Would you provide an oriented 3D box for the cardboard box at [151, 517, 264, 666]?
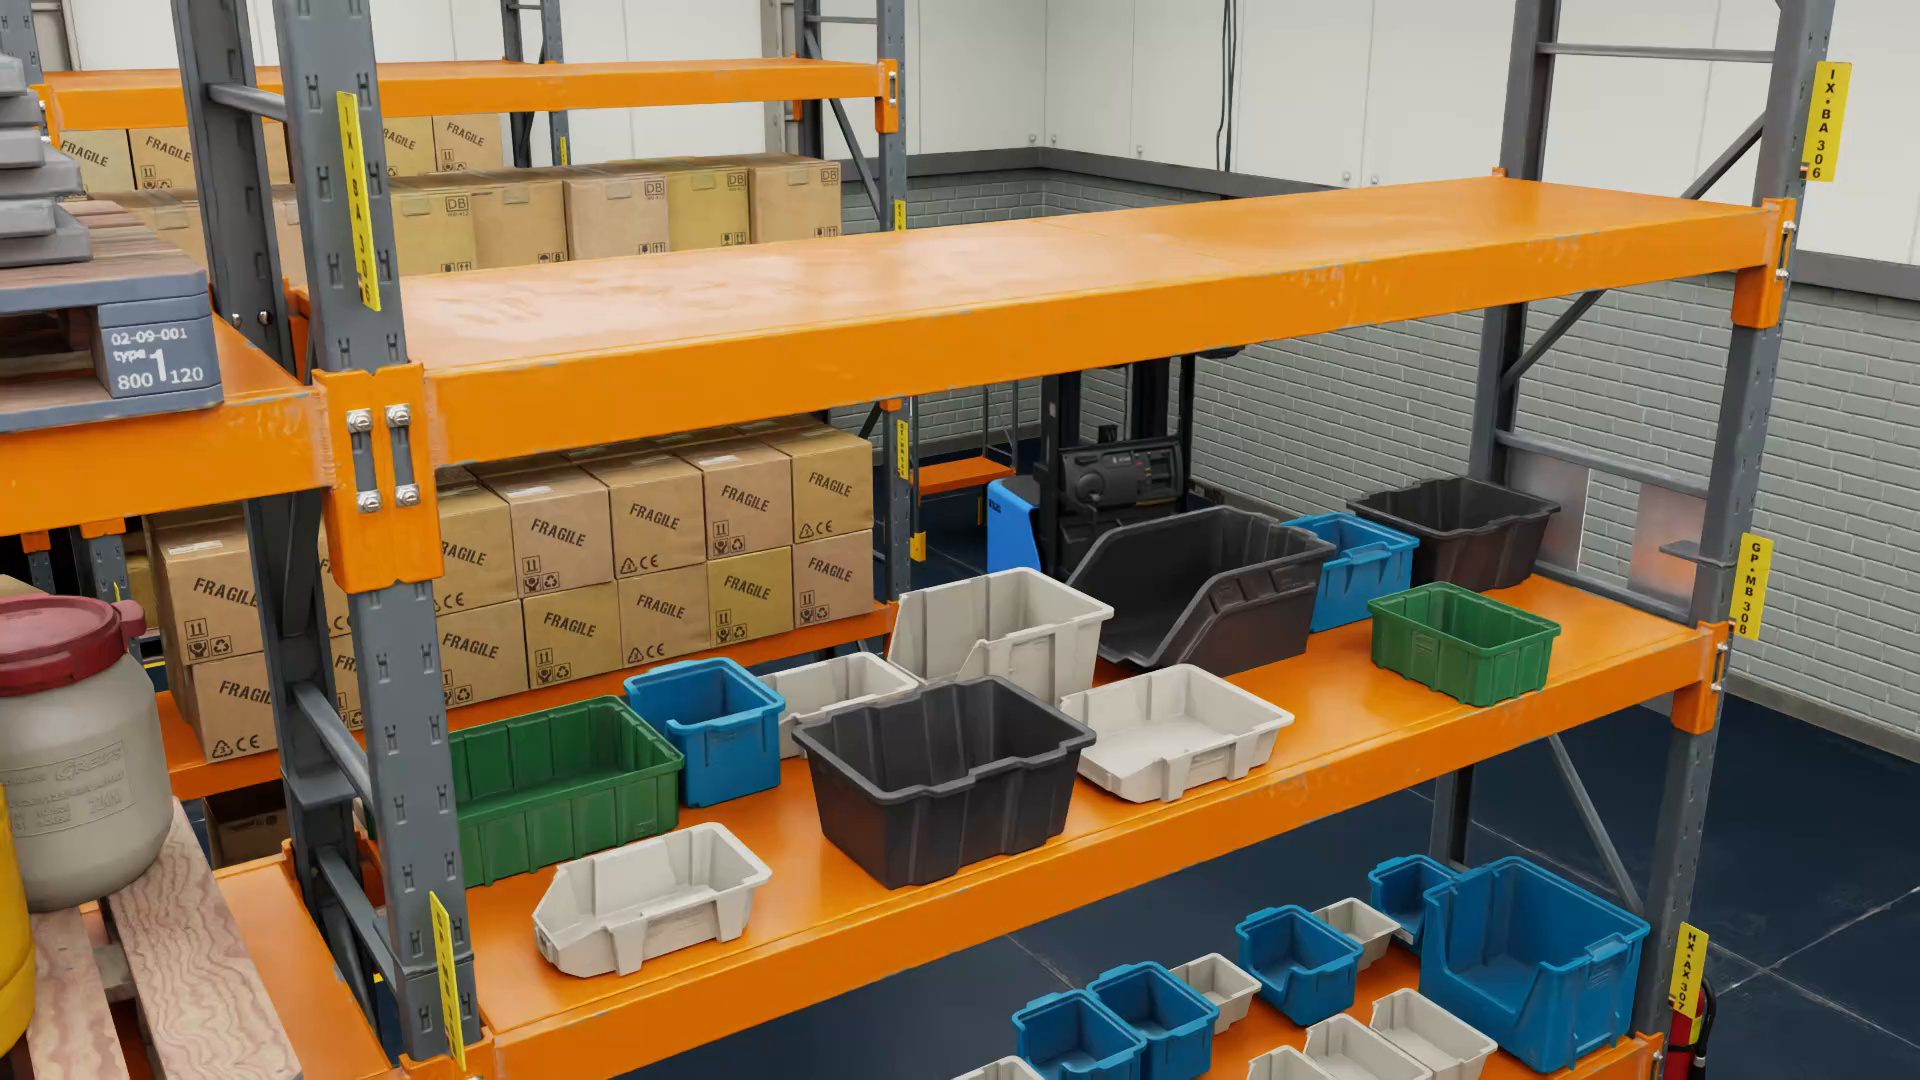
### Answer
[{"bbox_3d":[-3.399,0.221,7.690,0.500,0.500,0.500,-11,22,-30],"label":"cardboard box"}]

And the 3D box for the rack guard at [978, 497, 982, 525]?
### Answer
[{"bbox_3d":[0.352,-0.193,14.925,0.087,0.250,0.587,-12,22,-31],"label":"rack guard"}]

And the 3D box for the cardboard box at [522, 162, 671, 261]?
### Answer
[{"bbox_3d":[-1.850,-1.620,8.451,0.500,0.500,0.700,-12,22,-31],"label":"cardboard box"}]

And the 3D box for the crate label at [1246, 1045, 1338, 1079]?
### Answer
[{"bbox_3d":[1.064,1.762,5.166,0.243,0.136,0.396,-12,22,-31],"label":"crate label"}]

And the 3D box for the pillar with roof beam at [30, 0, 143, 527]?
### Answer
[{"bbox_3d":[-4.198,-2.620,8.442,0.400,9.000,9.100,-12,22,-31],"label":"pillar with roof beam"}]

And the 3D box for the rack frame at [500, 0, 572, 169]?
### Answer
[{"bbox_3d":[-3.334,-4.121,12.883,0.127,3.000,1.000,-12,22,-31],"label":"rack frame"}]

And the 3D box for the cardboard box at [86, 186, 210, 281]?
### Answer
[{"bbox_3d":[-3.562,-1.288,7.470,0.500,0.500,0.700,-12,22,-31],"label":"cardboard box"}]

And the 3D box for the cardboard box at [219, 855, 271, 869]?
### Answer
[{"bbox_3d":[-3.478,1.799,8.250,0.500,0.311,0.500,-12,22,-31],"label":"cardboard box"}]

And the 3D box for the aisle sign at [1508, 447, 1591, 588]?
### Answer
[{"bbox_3d":[2.011,0.047,5.862,0.004,0.787,0.394,-12,22,-31],"label":"aisle sign"}]

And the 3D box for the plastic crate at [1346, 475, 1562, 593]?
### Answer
[{"bbox_3d":[1.640,0.005,5.566,0.590,0.269,0.497,-12,22,-31],"label":"plastic crate"}]

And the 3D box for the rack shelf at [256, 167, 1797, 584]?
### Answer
[{"bbox_3d":[0.444,-0.588,4.182,4.000,0.370,1.077,-12,22,-31],"label":"rack shelf"}]

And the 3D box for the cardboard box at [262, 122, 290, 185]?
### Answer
[{"bbox_3d":[-5.090,-2.757,11.784,0.500,0.500,0.500,-12,22,-31],"label":"cardboard box"}]

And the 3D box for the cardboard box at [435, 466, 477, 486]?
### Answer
[{"bbox_3d":[-2.820,-0.109,8.666,0.500,0.500,0.500,-12,22,-31],"label":"cardboard box"}]

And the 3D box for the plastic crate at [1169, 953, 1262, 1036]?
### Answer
[{"bbox_3d":[0.847,1.577,5.715,0.298,0.136,0.250,-12,22,-31],"label":"plastic crate"}]

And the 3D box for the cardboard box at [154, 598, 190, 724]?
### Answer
[{"bbox_3d":[-3.671,0.546,8.290,0.500,0.500,0.500,-11,22,-31],"label":"cardboard box"}]

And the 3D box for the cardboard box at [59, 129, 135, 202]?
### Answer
[{"bbox_3d":[-5.925,-2.576,11.250,0.500,0.500,0.500,-12,22,-32],"label":"cardboard box"}]

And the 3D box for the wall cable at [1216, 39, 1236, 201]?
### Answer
[{"bbox_3d":[1.586,-3.551,16.045,0.112,2.526,3.097,-12,22,-31],"label":"wall cable"}]

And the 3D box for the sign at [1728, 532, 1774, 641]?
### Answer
[{"bbox_3d":[2.430,0.144,5.115,0.005,0.325,0.100,-12,22,-31],"label":"sign"}]

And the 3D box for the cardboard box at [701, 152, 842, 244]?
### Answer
[{"bbox_3d":[-1.027,-1.802,8.990,0.500,0.500,0.700,-12,22,-31],"label":"cardboard box"}]

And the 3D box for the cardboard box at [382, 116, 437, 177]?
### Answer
[{"bbox_3d":[-4.219,-2.943,12.335,0.500,0.500,0.500,-11,22,-30],"label":"cardboard box"}]

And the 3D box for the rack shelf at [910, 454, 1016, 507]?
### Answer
[{"bbox_3d":[-0.071,-0.525,14.518,1.000,0.185,0.538,-12,22,-31],"label":"rack shelf"}]

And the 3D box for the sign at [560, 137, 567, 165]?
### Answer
[{"bbox_3d":[-3.047,-2.934,12.798,0.005,0.325,0.100,-12,22,-31],"label":"sign"}]

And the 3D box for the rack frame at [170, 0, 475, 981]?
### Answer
[{"bbox_3d":[-1.226,-0.766,2.961,0.127,3.000,1.000,-12,22,-31],"label":"rack frame"}]

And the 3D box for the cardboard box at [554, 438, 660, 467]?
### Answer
[{"bbox_3d":[-1.975,-0.287,9.193,0.500,0.500,0.500,-12,22,-31],"label":"cardboard box"}]

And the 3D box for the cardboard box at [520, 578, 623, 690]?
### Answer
[{"bbox_3d":[-2.103,0.417,8.671,0.500,0.500,0.500,-12,22,-32],"label":"cardboard box"}]

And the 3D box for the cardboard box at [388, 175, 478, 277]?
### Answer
[{"bbox_3d":[-2.653,-1.428,7.884,0.500,0.500,0.700,-12,22,-31],"label":"cardboard box"}]

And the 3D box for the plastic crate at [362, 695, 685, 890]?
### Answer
[{"bbox_3d":[-1.039,0.599,3.935,0.662,0.188,0.450,-12,22,-31],"label":"plastic crate"}]

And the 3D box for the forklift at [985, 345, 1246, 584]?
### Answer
[{"bbox_3d":[1.236,-0.461,11.533,1.130,2.935,3.031,-8,20,-22],"label":"forklift"}]

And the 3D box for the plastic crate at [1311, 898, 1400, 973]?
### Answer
[{"bbox_3d":[1.414,1.457,6.069,0.298,0.136,0.250,-12,22,-31],"label":"plastic crate"}]

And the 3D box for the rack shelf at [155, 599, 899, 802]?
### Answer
[{"bbox_3d":[-2.277,0.739,9.000,4.000,0.370,1.077,-12,22,-31],"label":"rack shelf"}]

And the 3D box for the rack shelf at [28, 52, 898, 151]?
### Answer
[{"bbox_3d":[-2.277,-2.102,8.040,4.000,0.370,1.077,-12,22,-31],"label":"rack shelf"}]

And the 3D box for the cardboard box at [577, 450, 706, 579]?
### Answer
[{"bbox_3d":[-1.679,-0.142,8.764,0.500,0.500,0.500,-11,22,-30],"label":"cardboard box"}]

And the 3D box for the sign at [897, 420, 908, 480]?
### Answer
[{"bbox_3d":[-0.318,-0.501,9.241,0.005,0.325,0.100,-12,22,-31],"label":"sign"}]

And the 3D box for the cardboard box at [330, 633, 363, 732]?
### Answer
[{"bbox_3d":[-2.946,0.595,8.146,0.500,0.500,0.500,-11,22,-30],"label":"cardboard box"}]

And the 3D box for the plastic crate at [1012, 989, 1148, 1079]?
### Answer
[{"bbox_3d":[0.377,1.662,5.313,0.300,0.233,0.416,-12,22,-31],"label":"plastic crate"}]

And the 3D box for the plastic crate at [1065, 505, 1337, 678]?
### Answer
[{"bbox_3d":[0.687,0.175,4.957,0.767,0.338,0.504,-12,22,-31],"label":"plastic crate"}]

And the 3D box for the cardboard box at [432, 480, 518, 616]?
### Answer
[{"bbox_3d":[-2.539,0.040,8.226,0.500,0.500,0.500,-13,22,-33],"label":"cardboard box"}]

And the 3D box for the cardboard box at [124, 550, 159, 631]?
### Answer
[{"bbox_3d":[-5.994,0.307,12.402,0.500,0.500,0.700,-12,22,-31],"label":"cardboard box"}]

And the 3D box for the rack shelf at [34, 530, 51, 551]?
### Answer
[{"bbox_3d":[-5.005,-0.586,12.917,4.000,0.370,1.077,-12,22,-31],"label":"rack shelf"}]

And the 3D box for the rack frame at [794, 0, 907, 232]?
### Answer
[{"bbox_3d":[-0.607,-2.797,8.966,0.127,3.000,1.000,-12,22,-31],"label":"rack frame"}]

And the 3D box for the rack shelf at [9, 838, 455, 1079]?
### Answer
[{"bbox_3d":[-2.897,1.348,2.515,4.000,0.370,1.077,-12,22,-31],"label":"rack shelf"}]

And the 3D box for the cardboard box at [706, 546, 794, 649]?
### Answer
[{"bbox_3d":[-1.262,0.242,9.189,0.500,0.500,0.500,-12,22,-31],"label":"cardboard box"}]

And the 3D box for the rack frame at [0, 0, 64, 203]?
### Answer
[{"bbox_3d":[-3.947,-2.092,6.882,0.127,3.000,1.000,-12,22,-31],"label":"rack frame"}]

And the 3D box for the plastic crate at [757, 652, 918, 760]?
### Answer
[{"bbox_3d":[-0.373,0.454,4.447,0.466,0.136,0.293,-12,22,-31],"label":"plastic crate"}]

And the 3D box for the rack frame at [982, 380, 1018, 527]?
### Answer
[{"bbox_3d":[0.353,-0.785,14.725,0.032,1.500,0.500,-12,22,-31],"label":"rack frame"}]

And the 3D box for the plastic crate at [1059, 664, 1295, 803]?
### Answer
[{"bbox_3d":[0.525,0.505,4.295,0.530,0.136,0.437,-12,22,-31],"label":"plastic crate"}]

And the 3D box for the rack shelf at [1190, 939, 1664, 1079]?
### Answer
[{"bbox_3d":[0.444,2.064,5.079,4.000,0.370,1.077,-12,22,-31],"label":"rack shelf"}]

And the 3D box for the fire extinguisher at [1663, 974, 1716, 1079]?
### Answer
[{"bbox_3d":[2.490,1.679,5.797,0.183,0.674,0.296,-12,22,-31],"label":"fire extinguisher"}]

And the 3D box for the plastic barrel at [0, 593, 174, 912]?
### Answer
[{"bbox_3d":[-1.804,0.417,3.276,0.433,0.535,0.433,0,19,0],"label":"plastic barrel"}]

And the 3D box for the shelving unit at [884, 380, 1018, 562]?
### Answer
[{"bbox_3d":[-0.064,-0.697,14.465,1.083,1.500,0.587,-12,22,-31],"label":"shelving unit"}]

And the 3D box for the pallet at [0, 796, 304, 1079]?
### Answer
[{"bbox_3d":[-1.827,0.908,2.986,1.003,0.211,1.213,-12,22,-31],"label":"pallet"}]

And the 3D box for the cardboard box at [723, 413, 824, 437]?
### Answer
[{"bbox_3d":[-1.122,-0.468,9.728,0.500,0.500,0.500,-11,22,-30],"label":"cardboard box"}]

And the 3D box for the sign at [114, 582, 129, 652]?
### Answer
[{"bbox_3d":[-3.639,0.349,7.220,0.005,0.325,0.100,-12,22,-31],"label":"sign"}]

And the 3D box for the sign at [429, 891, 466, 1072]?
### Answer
[{"bbox_3d":[-0.925,0.798,3.004,0.005,0.325,0.100,-12,22,-31],"label":"sign"}]

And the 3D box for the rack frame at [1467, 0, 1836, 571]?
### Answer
[{"bbox_3d":[2.114,-1.471,5.045,0.127,3.000,1.000,-12,22,-31],"label":"rack frame"}]

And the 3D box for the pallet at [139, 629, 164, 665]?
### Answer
[{"bbox_3d":[-5.997,0.634,12.541,1.213,0.211,1.003,-12,22,-31],"label":"pallet"}]

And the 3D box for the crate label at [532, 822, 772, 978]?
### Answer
[{"bbox_3d":[-0.659,0.771,3.510,0.466,0.136,0.293,-12,22,-31],"label":"crate label"}]

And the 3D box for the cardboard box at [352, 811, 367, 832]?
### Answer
[{"bbox_3d":[-3.347,1.634,8.993,0.250,0.149,0.380,-12,22,-31],"label":"cardboard box"}]

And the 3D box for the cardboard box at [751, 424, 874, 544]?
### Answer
[{"bbox_3d":[-0.827,-0.324,9.301,0.500,0.500,0.500,-12,22,-32],"label":"cardboard box"}]

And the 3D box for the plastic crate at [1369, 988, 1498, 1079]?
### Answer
[{"bbox_3d":[1.533,1.660,5.470,0.243,0.136,0.396,-12,22,-31],"label":"plastic crate"}]
